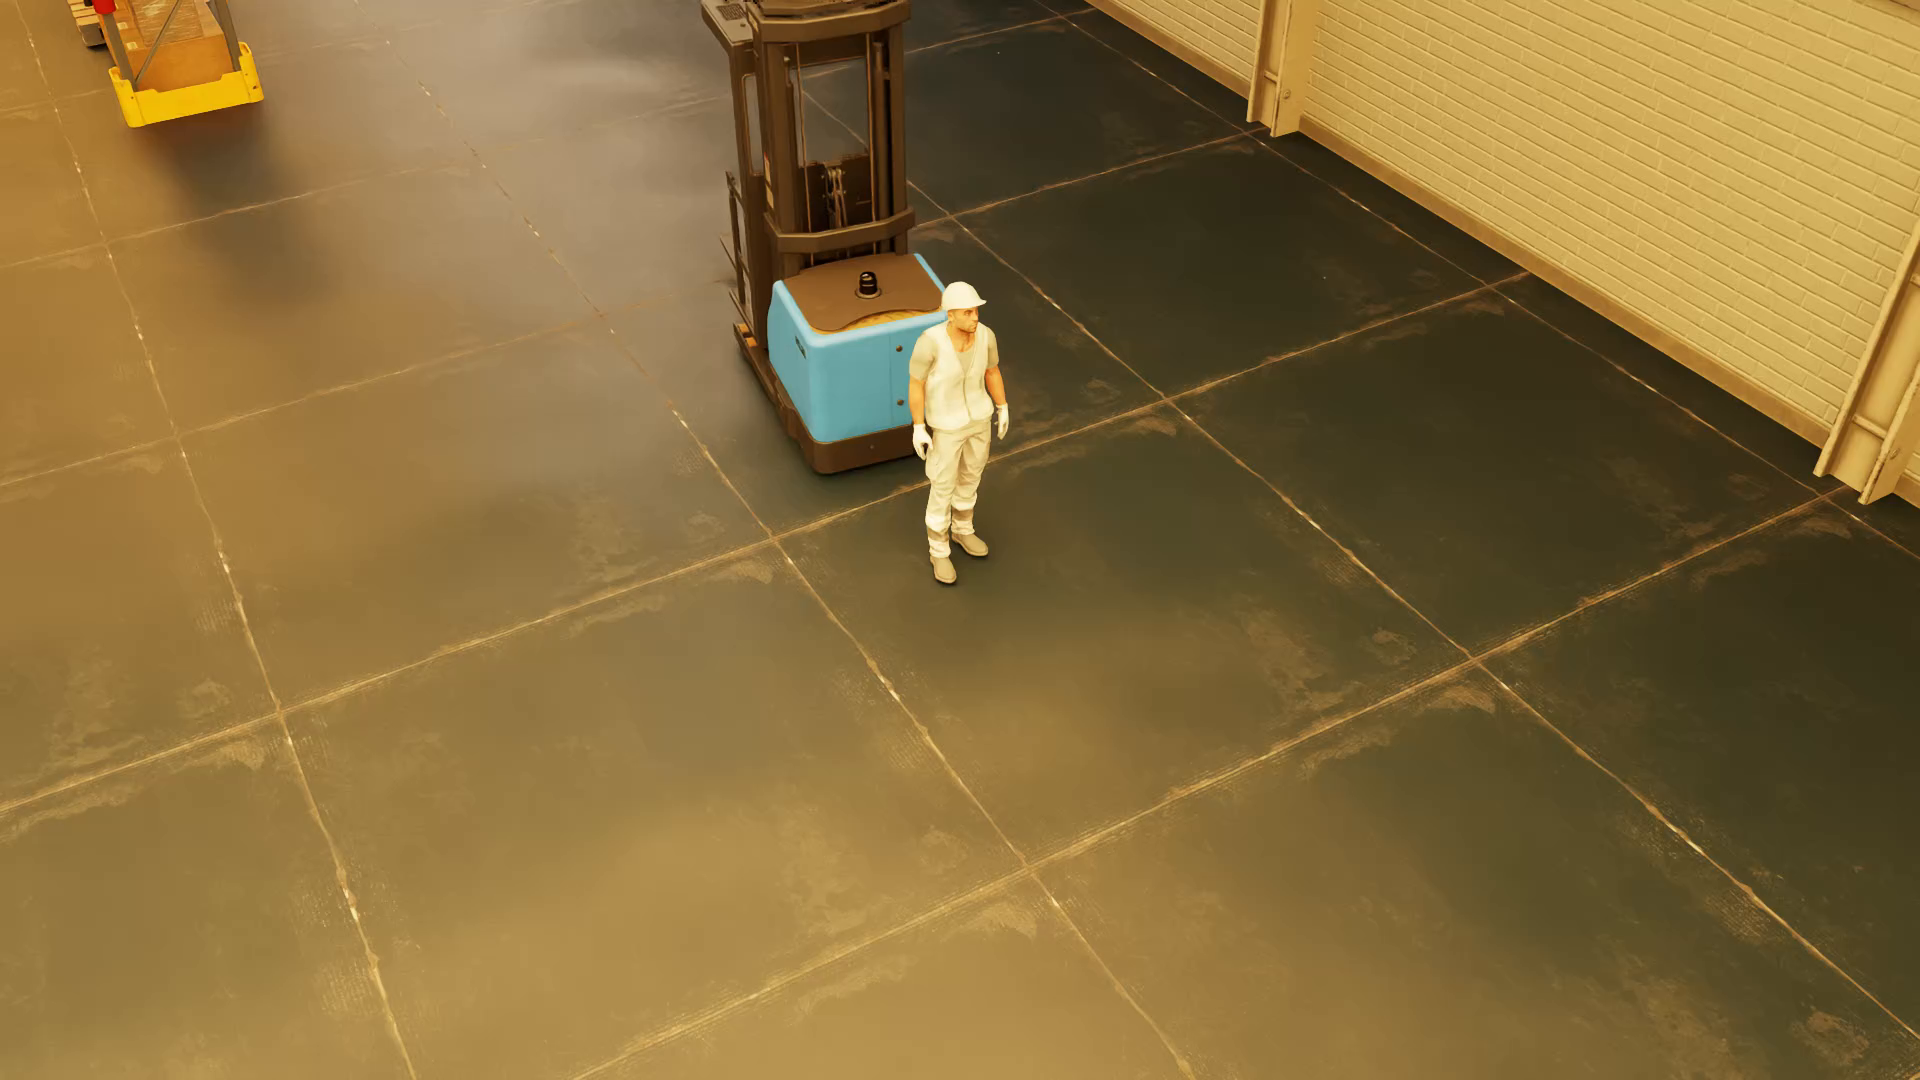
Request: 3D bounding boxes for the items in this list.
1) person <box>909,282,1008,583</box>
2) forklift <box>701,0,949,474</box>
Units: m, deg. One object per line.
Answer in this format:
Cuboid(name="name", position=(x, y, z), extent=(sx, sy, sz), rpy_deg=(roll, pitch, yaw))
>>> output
Cuboid(name="person", position=(0.029, -0.646, 9.698), extent=(0.637, 1.787, 0.564), rpy_deg=(-20, 44, -23))
Cuboid(name="forklift", position=(-0.987, -2.502, 11.053), extent=(1.130, 2.935, 3.031), rpy_deg=(-14, 42, -16))
